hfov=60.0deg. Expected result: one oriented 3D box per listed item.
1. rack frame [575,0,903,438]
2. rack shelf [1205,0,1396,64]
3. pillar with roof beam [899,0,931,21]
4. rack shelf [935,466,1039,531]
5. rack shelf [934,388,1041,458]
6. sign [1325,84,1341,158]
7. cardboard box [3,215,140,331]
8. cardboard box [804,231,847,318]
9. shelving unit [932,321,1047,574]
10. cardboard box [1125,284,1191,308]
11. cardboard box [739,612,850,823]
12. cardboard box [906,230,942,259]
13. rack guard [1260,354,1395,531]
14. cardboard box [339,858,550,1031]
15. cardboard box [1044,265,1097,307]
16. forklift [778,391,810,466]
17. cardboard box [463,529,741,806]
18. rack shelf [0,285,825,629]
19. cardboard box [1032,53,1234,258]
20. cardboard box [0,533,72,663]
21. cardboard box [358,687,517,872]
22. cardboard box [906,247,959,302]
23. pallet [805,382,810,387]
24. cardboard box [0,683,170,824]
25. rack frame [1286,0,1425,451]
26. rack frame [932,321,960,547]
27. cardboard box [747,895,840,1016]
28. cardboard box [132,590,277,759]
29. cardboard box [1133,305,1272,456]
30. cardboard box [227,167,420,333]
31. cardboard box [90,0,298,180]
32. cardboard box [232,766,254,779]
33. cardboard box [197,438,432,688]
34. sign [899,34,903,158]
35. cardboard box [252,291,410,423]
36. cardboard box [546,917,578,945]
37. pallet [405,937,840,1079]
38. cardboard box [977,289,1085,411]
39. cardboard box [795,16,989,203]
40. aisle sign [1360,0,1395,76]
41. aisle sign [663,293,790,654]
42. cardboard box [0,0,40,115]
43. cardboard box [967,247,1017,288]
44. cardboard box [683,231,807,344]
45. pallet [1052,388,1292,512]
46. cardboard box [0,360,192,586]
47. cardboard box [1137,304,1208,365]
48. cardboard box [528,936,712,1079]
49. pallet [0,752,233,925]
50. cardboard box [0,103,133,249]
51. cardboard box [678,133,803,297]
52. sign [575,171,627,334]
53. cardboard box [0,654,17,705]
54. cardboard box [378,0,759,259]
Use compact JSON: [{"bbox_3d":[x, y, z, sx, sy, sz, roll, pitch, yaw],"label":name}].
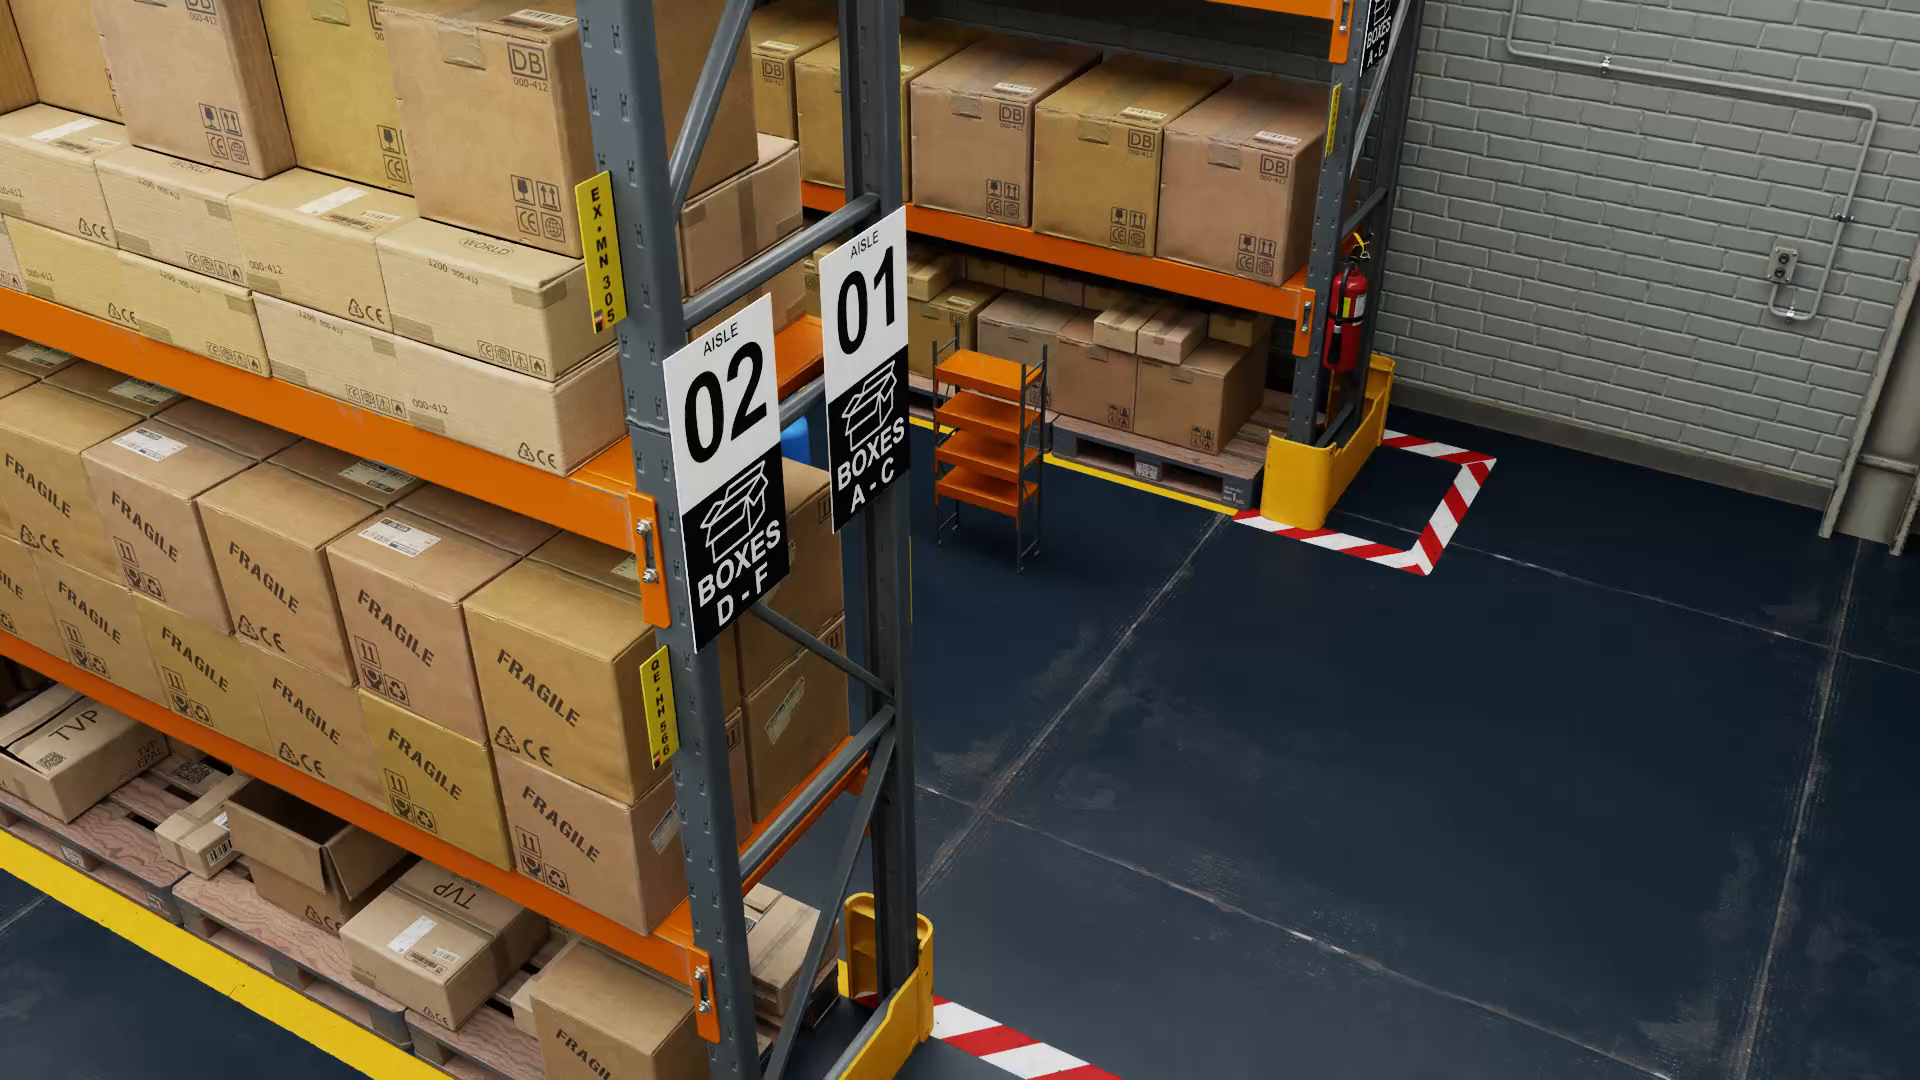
[{"bbox_3d":[-0.445,-1.731,3.230,0.127,3.000,1.000,18,37,24],"label":"rack frame"},{"bbox_3d":[0.273,-3.118,8.668,4.000,0.370,1.077,18,37,24],"label":"rack shelf"},{"bbox_3d":[-2.562,-3.368,5.688,0.400,9.000,9.100,18,37,24],"label":"pillar with roof beam"},{"bbox_3d":[0.144,-0.233,8.496,0.480,0.148,0.258,18,37,24],"label":"rack shelf"},{"bbox_3d":[0.144,-0.584,8.262,0.480,0.148,0.258,18,37,24],"label":"rack shelf"},{"bbox_3d":[1.729,-1.942,7.701,0.005,0.325,0.100,18,37,24],"label":"sign"},{"bbox_3d":[-2.317,-0.853,4.754,0.500,0.250,0.500,18,37,24],"label":"cardboard box"},{"bbox_3d":[-0.865,-1.598,10.320,0.500,0.500,0.700,18,38,25],"label":"cardboard box"},{"bbox_3d":[0.144,-0.454,8.349,0.503,1.200,0.258,18,37,24],"label":"shelving unit"},{"bbox_3d":[1.120,-1.368,9.389,0.250,0.149,0.380,18,38,25],"label":"cardboard box"},{"bbox_3d":[-0.699,0.476,5.239,0.500,0.500,0.500,18,38,25],"label":"cardboard box"},{"bbox_3d":[-0.204,-1.787,10.019,0.250,0.149,0.380,16,37,23],"label":"cardboard box"},{"bbox_3d":[2.031,-0.571,9.157,0.348,0.500,1.175,18,37,24],"label":"rack guard"},{"bbox_3d":[-1.849,1.421,5.994,0.500,0.250,0.500,18,37,24],"label":"cardboard box"},{"bbox_3d":[0.682,-1.507,9.597,0.250,0.149,0.380,18,38,25],"label":"cardboard box"},{"bbox_3d":[-2.258,-0.940,7.517,3.031,2.935,1.130,-7,34,-10],"label":"forklift"},{"bbox_3d":[-0.968,0.319,4.573,0.500,0.500,0.500,17,37,24],"label":"cardboard box"},{"bbox_3d":[-2.181,-0.733,5.087,4.000,0.370,1.077,18,37,24],"label":"rack shelf"},{"bbox_3d":[0.925,-2.073,8.887,0.700,0.700,0.980,17,37,24],"label":"cardboard box"},{"bbox_3d":[-3.164,0.035,5.901,0.500,0.500,0.500,18,38,25],"label":"cardboard box"},{"bbox_3d":[-1.421,0.592,5.065,0.500,0.500,0.500,18,38,25],"label":"cardboard box"},{"bbox_3d":[-0.205,-1.542,9.651,0.250,0.149,0.380,16,37,23],"label":"cardboard box"},{"bbox_3d":[-0.842,-1.311,10.528,1.213,0.211,1.003,18,37,24],"label":"pallet"},{"bbox_3d":[-3.661,0.822,6.838,0.500,0.311,0.500,18,37,24],"label":"cardboard box"},{"bbox_3d":[2.010,-1.618,8.474,0.127,3.000,1.000,18,37,24],"label":"rack frame"},{"bbox_3d":[-0.068,-0.521,8.450,0.015,1.200,0.240,18,37,24],"label":"rack frame"},{"bbox_3d":[-0.638,1.489,5.982,0.250,0.149,0.380,18,37,24],"label":"cardboard box"},{"bbox_3d":[-2.289,0.313,5.483,0.500,0.500,0.500,17,37,24],"label":"cardboard box"},{"bbox_3d":[1.352,-0.897,9.267,0.500,0.500,0.700,18,37,24],"label":"cardboard box"},{"bbox_3d":[-1.452,-0.784,4.199,0.500,0.250,0.500,18,37,24],"label":"cardboard box"},{"bbox_3d":[-1.778,-1.338,4.354,0.500,0.500,0.700,18,37,24],"label":"cardboard box"},{"bbox_3d":[-2.631,0.829,6.828,0.500,0.311,0.500,18,37,24],"label":"cardboard box"},{"bbox_3d":[-1.859,0.040,4.992,0.500,0.500,0.500,19,38,26],"label":"cardboard box"},{"bbox_3d":[-0.176,-1.107,4.211,0.005,0.325,0.100,18,37,24],"label":"sign"},{"bbox_3d":[-1.450,-0.577,4.339,0.500,0.250,0.500,18,37,24],"label":"cardboard box"},{"bbox_3d":[-1.210,1.304,6.169,0.500,0.250,0.500,18,37,24],"label":"cardboard box"},{"bbox_3d":[-1.203,1.687,6.026,1.213,0.211,1.003,18,37,24],"label":"pallet"},{"bbox_3d":[0.481,-1.173,9.681,0.500,0.500,0.700,16,37,23],"label":"cardboard box"},{"bbox_3d":[-0.369,-2.483,9.502,0.700,0.700,0.980,17,37,23],"label":"cardboard box"},{"bbox_3d":[1.923,-2.536,7.507,0.004,0.787,0.394,18,37,24],"label":"aisle sign"},{"bbox_3d":[-0.538,-0.149,3.923,0.004,0.787,0.394,18,37,24],"label":"aisle sign"},{"bbox_3d":[-2.676,-1.584,4.724,0.500,0.500,0.700,18,37,24],"label":"cardboard box"},{"bbox_3d":[0.239,-1.647,9.808,0.250,0.149,0.380,17,37,24],"label":"cardboard box"},{"bbox_3d":[-0.765,-0.683,4.499,0.500,0.250,0.500,18,37,24],"label":"cardboard box"},{"bbox_3d":[1.277,-0.640,9.521,1.213,0.211,1.003,18,37,24],"label":"pallet"},{"bbox_3d":[-2.754,-0.243,5.417,0.500,0.500,0.500,16,37,23],"label":"cardboard box"},{"bbox_3d":[1.151,-1.115,9.009,0.250,0.149,0.380,17,37,24],"label":"cardboard box"},{"bbox_3d":[-1.039,1.593,5.510,0.500,0.500,0.500,18,37,24],"label":"cardboard box"},{"bbox_3d":[-3.322,1.016,7.033,1.213,0.211,1.003,18,37,24],"label":"pallet"},{"bbox_3d":[-2.321,-1.057,4.610,0.500,0.250,0.500,18,37,24],"label":"cardboard box"},{"bbox_3d":[-0.762,-0.894,4.365,0.500,0.250,0.500,18,37,24],"label":"cardboard box"},{"bbox_3d":[-0.738,-0.589,3.423,0.005,0.325,0.100,18,37,24],"label":"sign"},{"bbox_3d":[-4.488,0.526,7.112,0.500,0.500,0.500,17,37,24],"label":"cardboard box"},{"bbox_3d":[-0.899,-1.073,3.957,0.500,0.500,0.700,18,37,24],"label":"cardboard box"}]
